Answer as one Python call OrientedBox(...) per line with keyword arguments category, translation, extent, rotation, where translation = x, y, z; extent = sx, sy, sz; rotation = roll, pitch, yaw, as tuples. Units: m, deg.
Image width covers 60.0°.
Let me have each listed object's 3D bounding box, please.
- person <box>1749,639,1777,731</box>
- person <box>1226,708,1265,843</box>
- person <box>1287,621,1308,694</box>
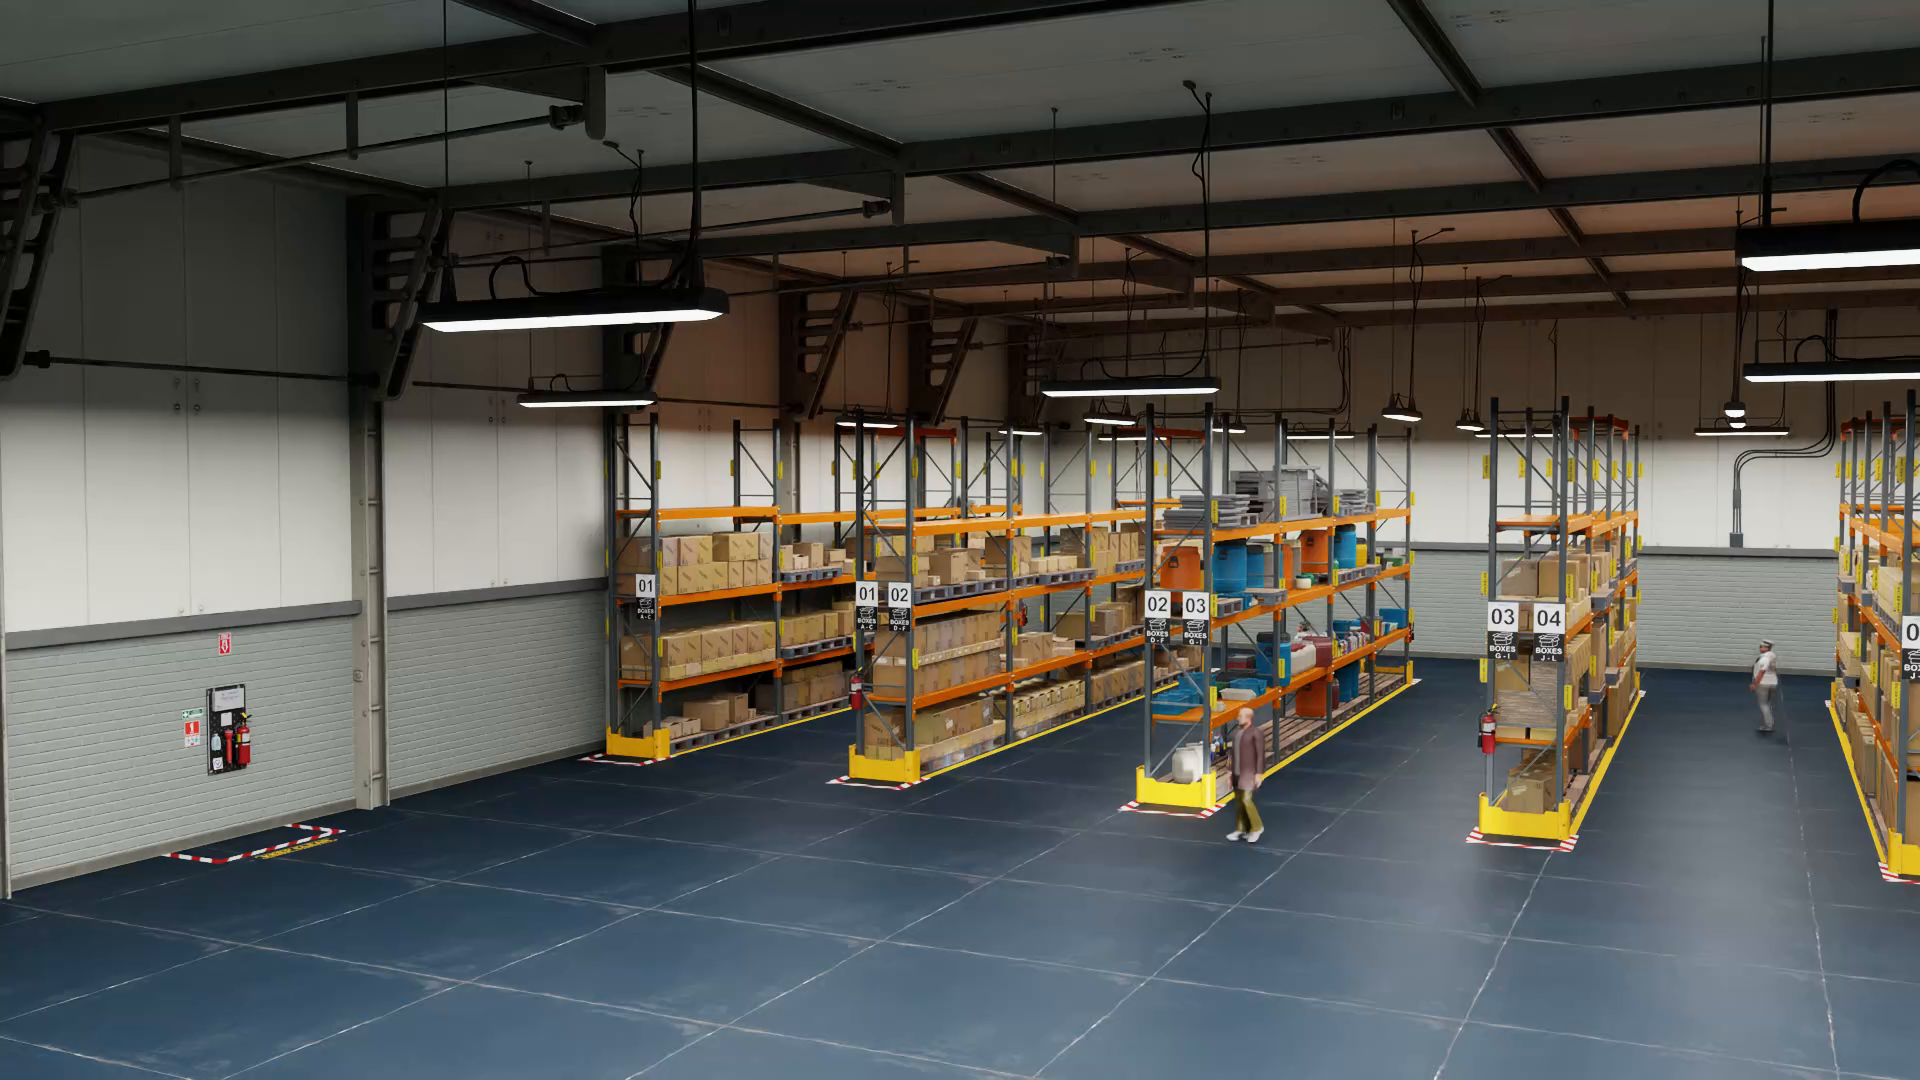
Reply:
OrientedBox(category="person", translation=(15.419, 2.805, 31.867), extent=(0.559, 1.844, 0.479), rotation=(-1, 3, -23))
OrientedBox(category="person", translation=(3.844, 3.159, 22.449), extent=(0.469, 1.779, 0.636), rotation=(-1, 3, -28))
OrientedBox(category="person", translation=(7.620, 2.613, 37.173), extent=(0.426, 1.640, 0.975), rotation=(2, 3, 44))
